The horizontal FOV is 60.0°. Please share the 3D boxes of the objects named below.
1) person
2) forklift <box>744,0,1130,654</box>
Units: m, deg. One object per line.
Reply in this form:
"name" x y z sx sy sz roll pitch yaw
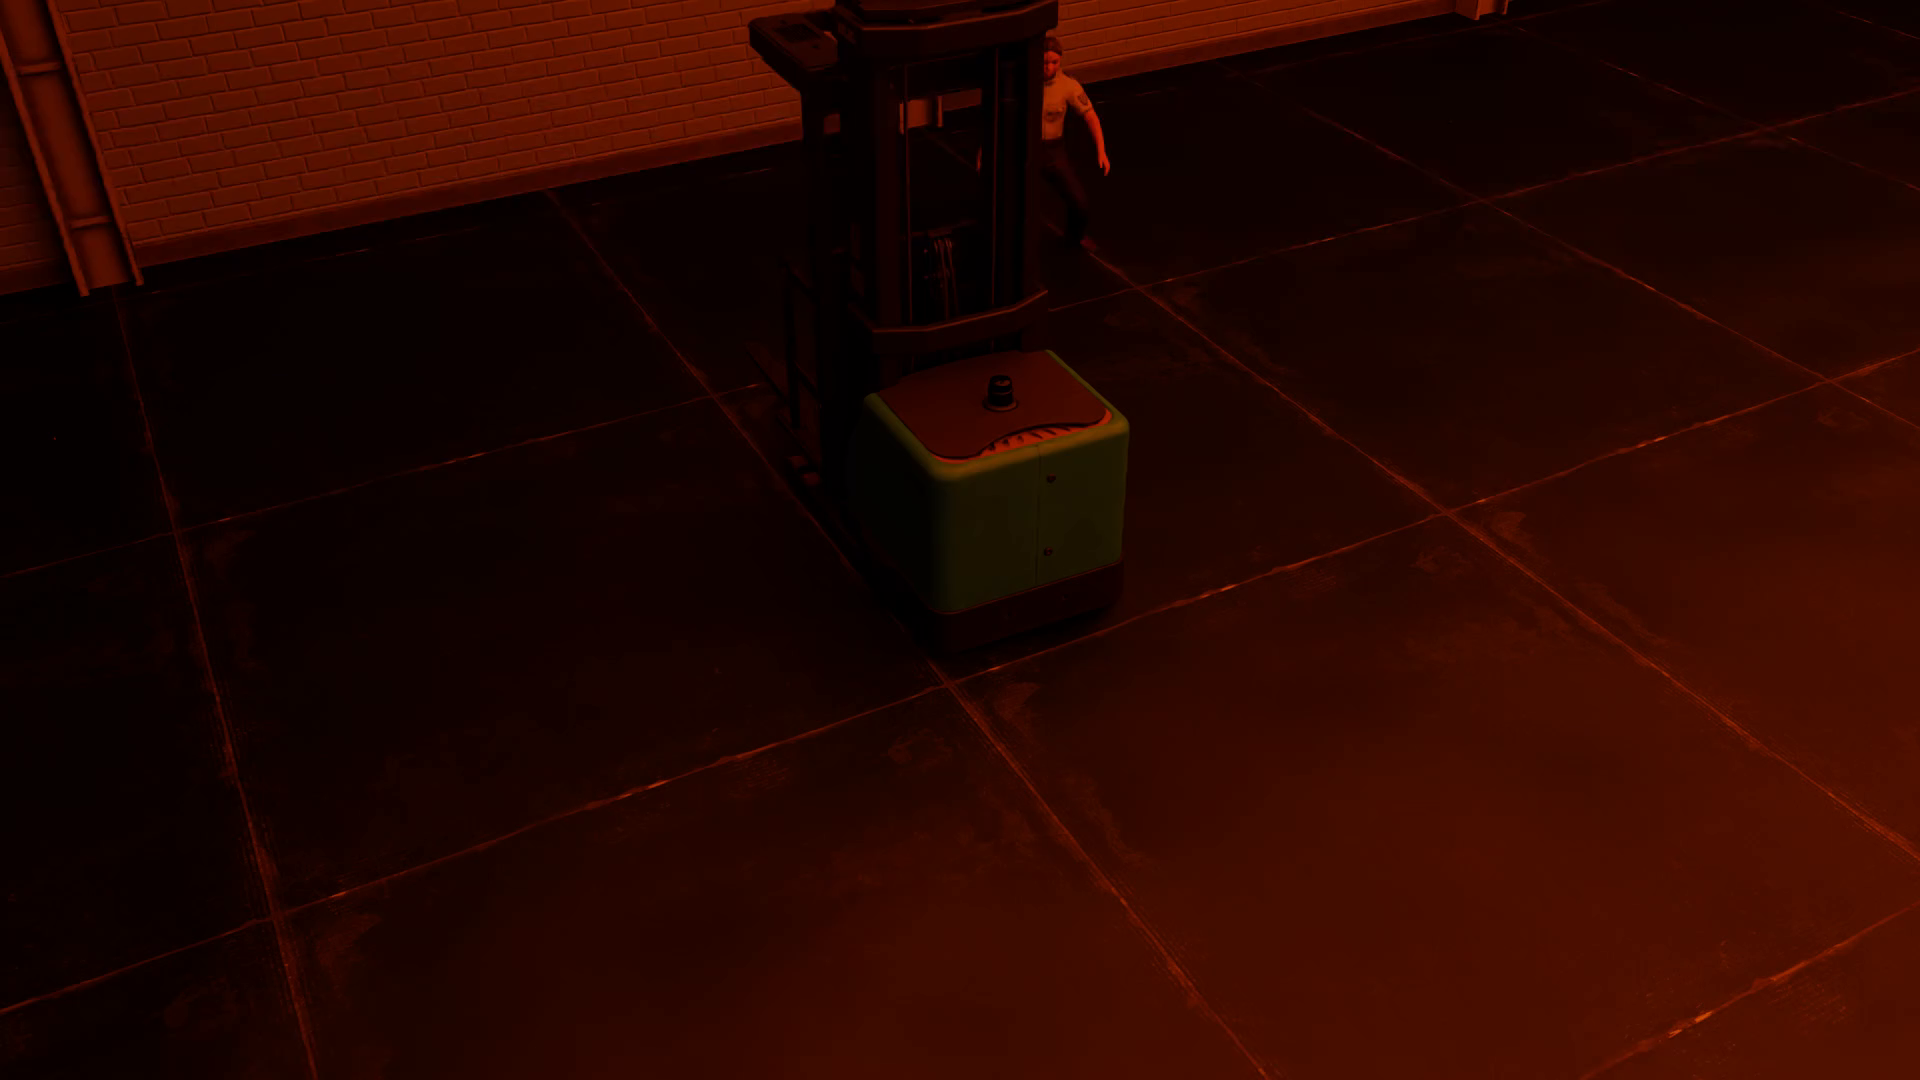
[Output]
"person" 0.550 -2.559 10.993 0.887 1.537 0.645 4 35 5
"forklift" -0.316 -1.499 8.243 1.130 2.935 3.031 -16 38 -21
